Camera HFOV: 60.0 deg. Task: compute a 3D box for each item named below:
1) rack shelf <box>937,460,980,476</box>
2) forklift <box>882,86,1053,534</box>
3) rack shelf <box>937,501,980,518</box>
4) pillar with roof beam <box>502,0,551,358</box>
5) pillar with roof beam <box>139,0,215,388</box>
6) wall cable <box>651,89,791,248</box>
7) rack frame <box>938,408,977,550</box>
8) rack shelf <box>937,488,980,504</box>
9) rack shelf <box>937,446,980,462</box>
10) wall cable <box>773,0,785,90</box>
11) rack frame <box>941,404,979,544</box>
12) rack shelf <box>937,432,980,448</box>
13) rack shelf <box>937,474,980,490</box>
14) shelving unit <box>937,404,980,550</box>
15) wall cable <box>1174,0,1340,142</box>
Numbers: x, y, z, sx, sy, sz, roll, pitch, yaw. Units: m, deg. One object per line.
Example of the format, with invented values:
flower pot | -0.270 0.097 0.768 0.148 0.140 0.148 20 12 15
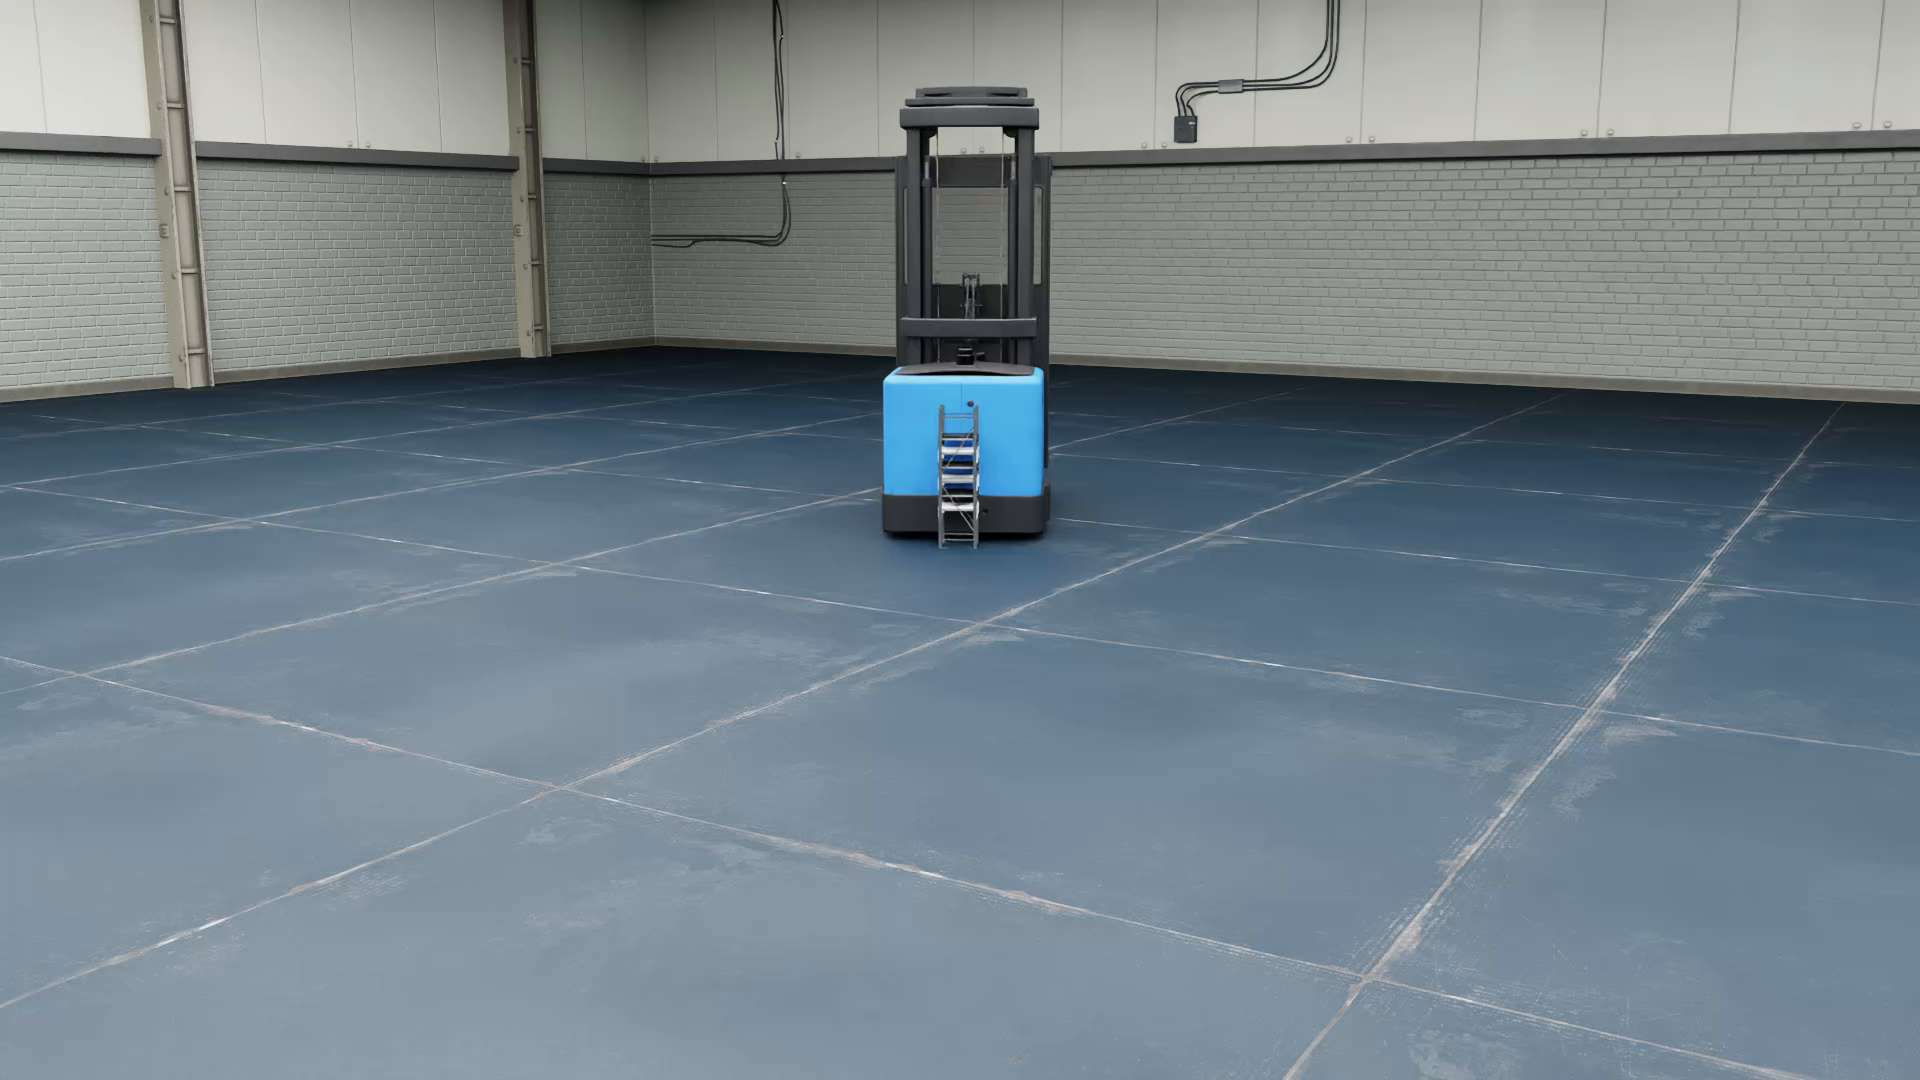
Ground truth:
rack shelf | -0.008 -0.456 10.553 0.258 0.077 0.200 1 11 4
forklift | 0.106 -1.697 11.968 1.130 2.935 3.031 1 11 4
rack shelf | -0.008 -0.191 10.603 0.258 0.077 0.200 1 11 4
pillar with roof beam | -3.076 -6.932 23.441 9.100 9.000 0.400 6 12 31
pillar with roof beam | -6.192 -5.988 18.401 9.100 9.000 0.400 6 12 31
wall cable | -4.096 -6.154 27.724 3.097 2.526 0.112 6 12 31
rack frame | -0.015 -0.382 10.464 0.240 0.900 0.006 1 11 4
rack shelf | -0.008 -0.280 10.586 0.258 0.077 0.200 1 11 4
rack shelf | -0.008 -0.545 10.537 0.258 0.077 0.200 1 11 4
wall cable | -1.784 -8.378 25.879 3.097 2.526 0.112 6 12 31
rack frame | -0.002 -0.419 10.663 0.240 0.900 0.006 1 11 4
rack shelf | -0.008 -0.633 10.520 0.258 0.077 0.200 1 11 4
rack shelf | -0.008 -0.368 10.570 0.258 0.077 0.200 1 11 4
shelving unit | -0.008 -0.401 10.564 0.258 0.900 0.210 1 11 4
wall cable | 4.009 -8.442 22.267 2.305 6.003 0.169 6 12 31
